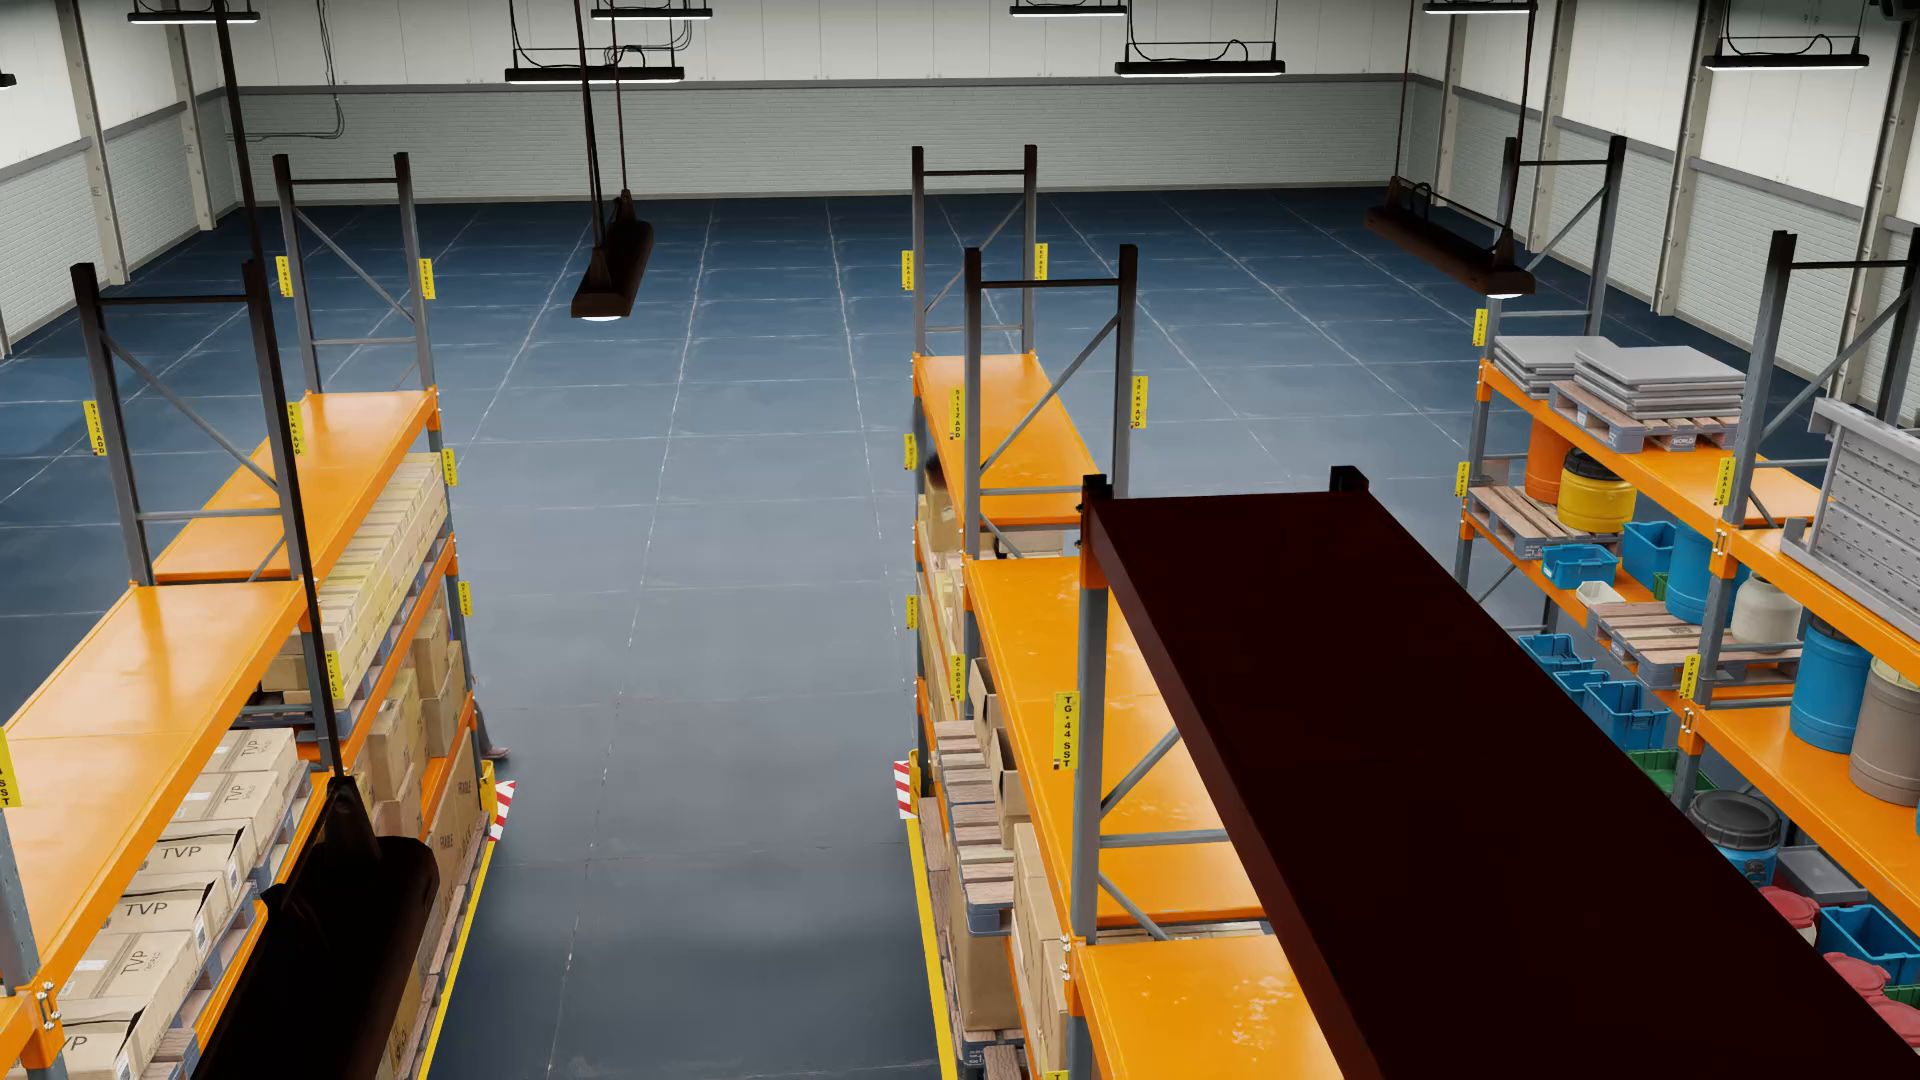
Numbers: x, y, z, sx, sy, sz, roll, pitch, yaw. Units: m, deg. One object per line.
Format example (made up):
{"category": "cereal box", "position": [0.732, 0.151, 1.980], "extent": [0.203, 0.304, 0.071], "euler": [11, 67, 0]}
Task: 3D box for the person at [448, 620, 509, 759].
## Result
{"category": "person", "position": [-4.909, 1.384, 15.946], "extent": [0.936, 1.613, 0.419], "euler": [-12, 24, -27]}
